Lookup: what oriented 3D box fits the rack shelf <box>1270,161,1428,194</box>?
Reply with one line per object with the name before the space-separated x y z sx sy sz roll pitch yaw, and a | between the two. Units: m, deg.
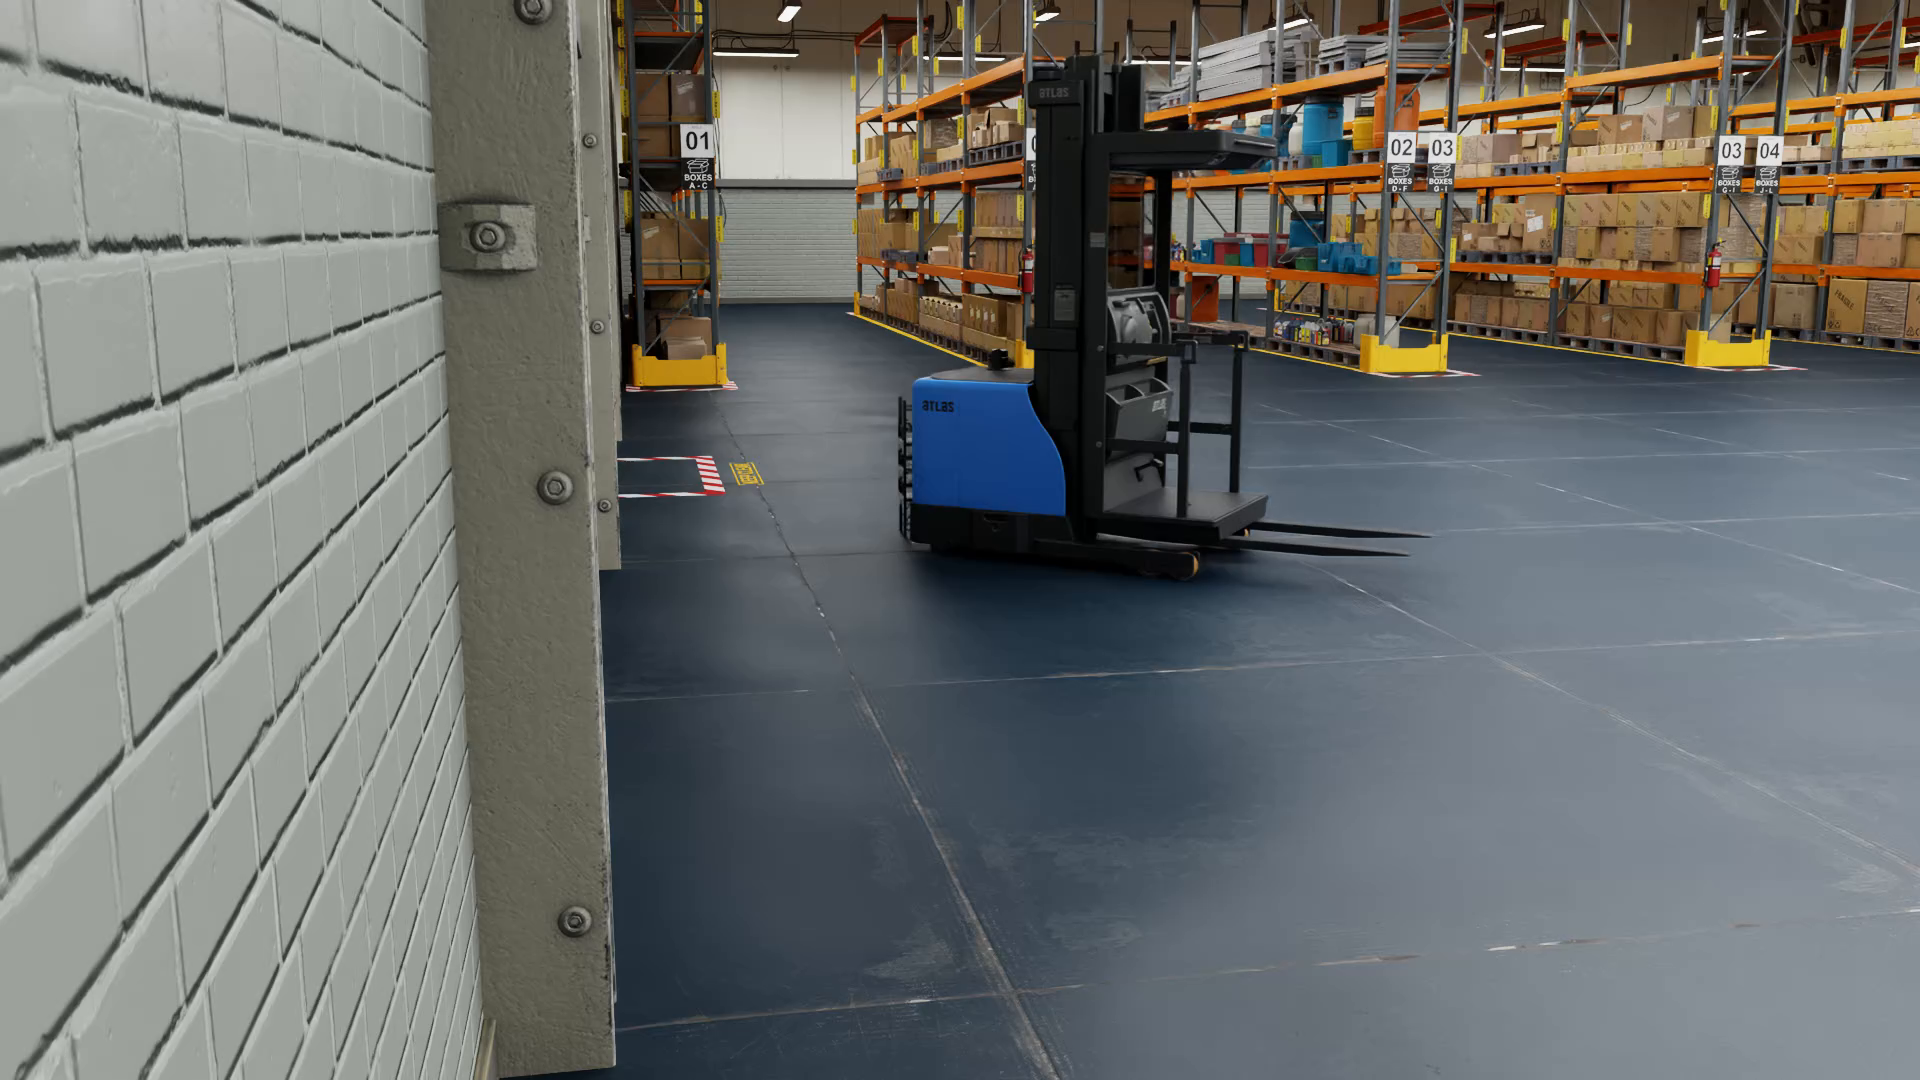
rack shelf | 5.790 -5.284 24.339 1.077 0.370 4.000 -2 11 -11

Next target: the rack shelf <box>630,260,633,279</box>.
rack shelf | -5.483 -4.918 30.435 1.077 0.370 4.000 -2 11 -11

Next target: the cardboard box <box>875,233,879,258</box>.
cardboard box | -1.465 -6.045 34.165 0.500 0.500 0.500 -2 11 -9

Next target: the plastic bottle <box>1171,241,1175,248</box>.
plastic bottle | 4.240 -5.778 33.164 0.144 0.351 0.185 -2 11 -11

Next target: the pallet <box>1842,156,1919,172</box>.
pallet | 15.293 -6.152 27.213 1.003 0.211 1.213 -2 11 -11

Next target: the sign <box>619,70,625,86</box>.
sign | -7.196 -9.836 35.386 0.100 0.325 0.005 -2 11 -11

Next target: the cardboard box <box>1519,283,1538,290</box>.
cardboard box | 12.997 -5.780 37.952 0.380 0.149 0.250 -2 11 -11

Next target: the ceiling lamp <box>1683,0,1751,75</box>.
ceiling lamp | 19.710 -13.675 42.865 2.000 3.185 0.800 -2 11 -11

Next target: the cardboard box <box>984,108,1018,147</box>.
cardboard box | 0.738 -5.844 23.583 0.797 0.503 0.637 -1 11 -5

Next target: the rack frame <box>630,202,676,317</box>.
rack frame | -6.650 -6.371 36.149 1.000 3.000 0.127 -2 11 -11

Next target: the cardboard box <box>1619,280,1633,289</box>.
cardboard box | 13.784 -5.255 33.841 0.500 0.250 0.500 -2 11 -10

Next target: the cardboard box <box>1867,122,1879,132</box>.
cardboard box | 14.982 -6.698 26.990 0.380 0.149 0.250 -2 11 -12

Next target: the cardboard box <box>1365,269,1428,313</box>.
cardboard box | 9.022 -5.060 33.820 1.225 0.875 0.875 -3 11 -13

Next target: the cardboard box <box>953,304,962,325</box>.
cardboard box | 0.182 -3.546 26.037 0.500 0.311 0.500 -2 11 -11

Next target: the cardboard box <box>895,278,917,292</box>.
cardboard box | -0.965 -4.894 31.891 0.500 0.250 0.500 -2 11 -11

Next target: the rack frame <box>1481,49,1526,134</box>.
rack frame | 12.811 -10.021 39.278 1.000 3.000 0.127 -2 11 -11

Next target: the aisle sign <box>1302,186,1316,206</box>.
aisle sign | 8.206 -8.213 38.872 0.394 0.787 0.004 -2 11 -11

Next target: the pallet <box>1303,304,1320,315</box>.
pallet | 8.392 -5.175 37.321 1.003 0.211 1.213 -2 11 -11

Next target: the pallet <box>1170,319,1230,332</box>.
pallet | 4.429 -4.038 31.346 1.003 0.211 1.213 -2 11 -11

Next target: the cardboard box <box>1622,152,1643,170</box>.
cardboard box | 10.400 -5.734 25.180 0.500 0.250 0.500 -2 11 -12

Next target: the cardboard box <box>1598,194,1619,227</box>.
cardboard box | 10.293 -5.122 25.849 0.500 0.500 0.500 -2 11 -11

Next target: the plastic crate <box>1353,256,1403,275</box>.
plastic crate | 5.788 -3.805 23.064 0.499 0.251 0.616 -2 11 -11

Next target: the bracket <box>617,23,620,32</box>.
bracket | -7.595 -11.487 37.356 0.235 0.232 0.430 -2 11 -11

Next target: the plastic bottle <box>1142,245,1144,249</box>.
plastic bottle | 3.629 -5.747 33.212 0.097 0.271 0.097 0 11 0

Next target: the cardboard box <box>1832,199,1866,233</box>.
cardboard box | 15.183 -5.408 27.799 0.875 0.550 0.550 -2 11 -11

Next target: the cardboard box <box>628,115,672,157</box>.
cardboard box | -3.868 -5.037 20.794 0.500 0.500 0.500 -1 11 -7

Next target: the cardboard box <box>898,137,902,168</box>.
cardboard box | -0.836 -7.380 31.768 0.600 0.600 0.600 -2 11 -12

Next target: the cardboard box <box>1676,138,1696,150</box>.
cardboard box | 10.581 -5.711 23.991 0.380 0.149 0.250 -3 11 -13

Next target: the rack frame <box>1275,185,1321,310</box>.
rack frame | 7.926 -6.912 38.989 1.000 3.000 0.127 -2 11 -11

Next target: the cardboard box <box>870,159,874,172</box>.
cardboard box | -1.564 -7.727 34.313 0.500 0.250 0.500 -2 11 -11

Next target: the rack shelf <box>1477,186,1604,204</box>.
rack shelf | 13.200 -7.827 37.699 1.077 0.370 4.000 -2 11 -11

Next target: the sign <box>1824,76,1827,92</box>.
sign | 18.954 -10.005 36.487 0.100 0.325 0.005 -2 11 -11

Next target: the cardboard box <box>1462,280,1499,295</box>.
cardboard box | 9.641 -4.679 30.762 0.500 0.250 0.500 -2 11 -9

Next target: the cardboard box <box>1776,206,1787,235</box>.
cardboard box | 14.842 -5.691 29.632 0.700 0.500 0.500 -2 11 -11

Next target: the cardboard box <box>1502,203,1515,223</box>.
cardboard box | 12.821 -7.480 38.234 0.500 0.500 0.500 -2 11 -12

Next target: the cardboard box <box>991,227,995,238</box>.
cardboard box | 0.659 -4.427 23.929 0.380 0.149 0.250 -2 11 -13

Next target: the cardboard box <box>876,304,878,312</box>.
cardboard box | -1.535 -4.795 34.315 0.380 0.149 0.250 -2 11 -11

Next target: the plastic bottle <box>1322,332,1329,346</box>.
plastic bottle | 5.392 -2.960 24.531 0.097 0.201 0.097 0 11 0

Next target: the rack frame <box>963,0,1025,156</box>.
rack frame | 0.542 -7.299 24.975 1.000 3.000 0.127 -2 11 -11

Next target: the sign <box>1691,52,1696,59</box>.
sign | 13.836 -9.030 31.361 0.100 0.325 0.005 -2 11 -11

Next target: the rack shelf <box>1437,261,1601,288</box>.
rack shelf | 9.871 -4.724 29.420 1.077 0.370 4.000 -2 11 -11

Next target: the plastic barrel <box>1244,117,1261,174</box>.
plastic barrel | 4.962 -6.456 27.231 0.600 0.901 0.600 0 11 0

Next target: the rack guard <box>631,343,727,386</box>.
rack guard | -3.553 -2.223 21.039 1.175 0.500 0.348 -2 11 -11

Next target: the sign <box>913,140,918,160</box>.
sign | -0.769 -6.793 28.960 0.100 0.325 0.005 -2 11 -11

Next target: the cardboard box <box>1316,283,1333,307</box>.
cardboard box | 8.479 -5.630 36.812 0.875 0.875 0.875 -2 11 -11

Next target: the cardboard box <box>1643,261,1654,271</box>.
cardboard box | 10.521 -4.127 25.031 0.380 0.149 0.250 -2 11 -11

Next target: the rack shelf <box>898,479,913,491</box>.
rack shelf | -0.262 -0.348 10.776 0.258 0.077 0.200 -2 11 -10

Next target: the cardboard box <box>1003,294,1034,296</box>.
cardboard box | 0.932 -3.406 24.795 0.500 0.500 0.500 -2 11 -11

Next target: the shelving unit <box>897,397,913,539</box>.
shelving unit | -0.262 -0.469 10.753 0.258 0.900 0.210 -2 11 -10

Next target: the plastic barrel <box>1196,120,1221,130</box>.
plastic barrel | 4.516 -7.260 30.521 0.600 0.830 0.708 -2 11 -11

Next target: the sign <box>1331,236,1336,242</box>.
sign | 5.943 -4.685 26.548 0.100 0.325 0.005 -2 11 -11

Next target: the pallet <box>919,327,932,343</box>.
pallet | -0.114 -3.563 28.851 1.003 0.211 1.213 -2 11 -11

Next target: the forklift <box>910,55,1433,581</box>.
forklift | 1.246 -1.322 9.802 3.031 2.935 1.130 5 12 26
